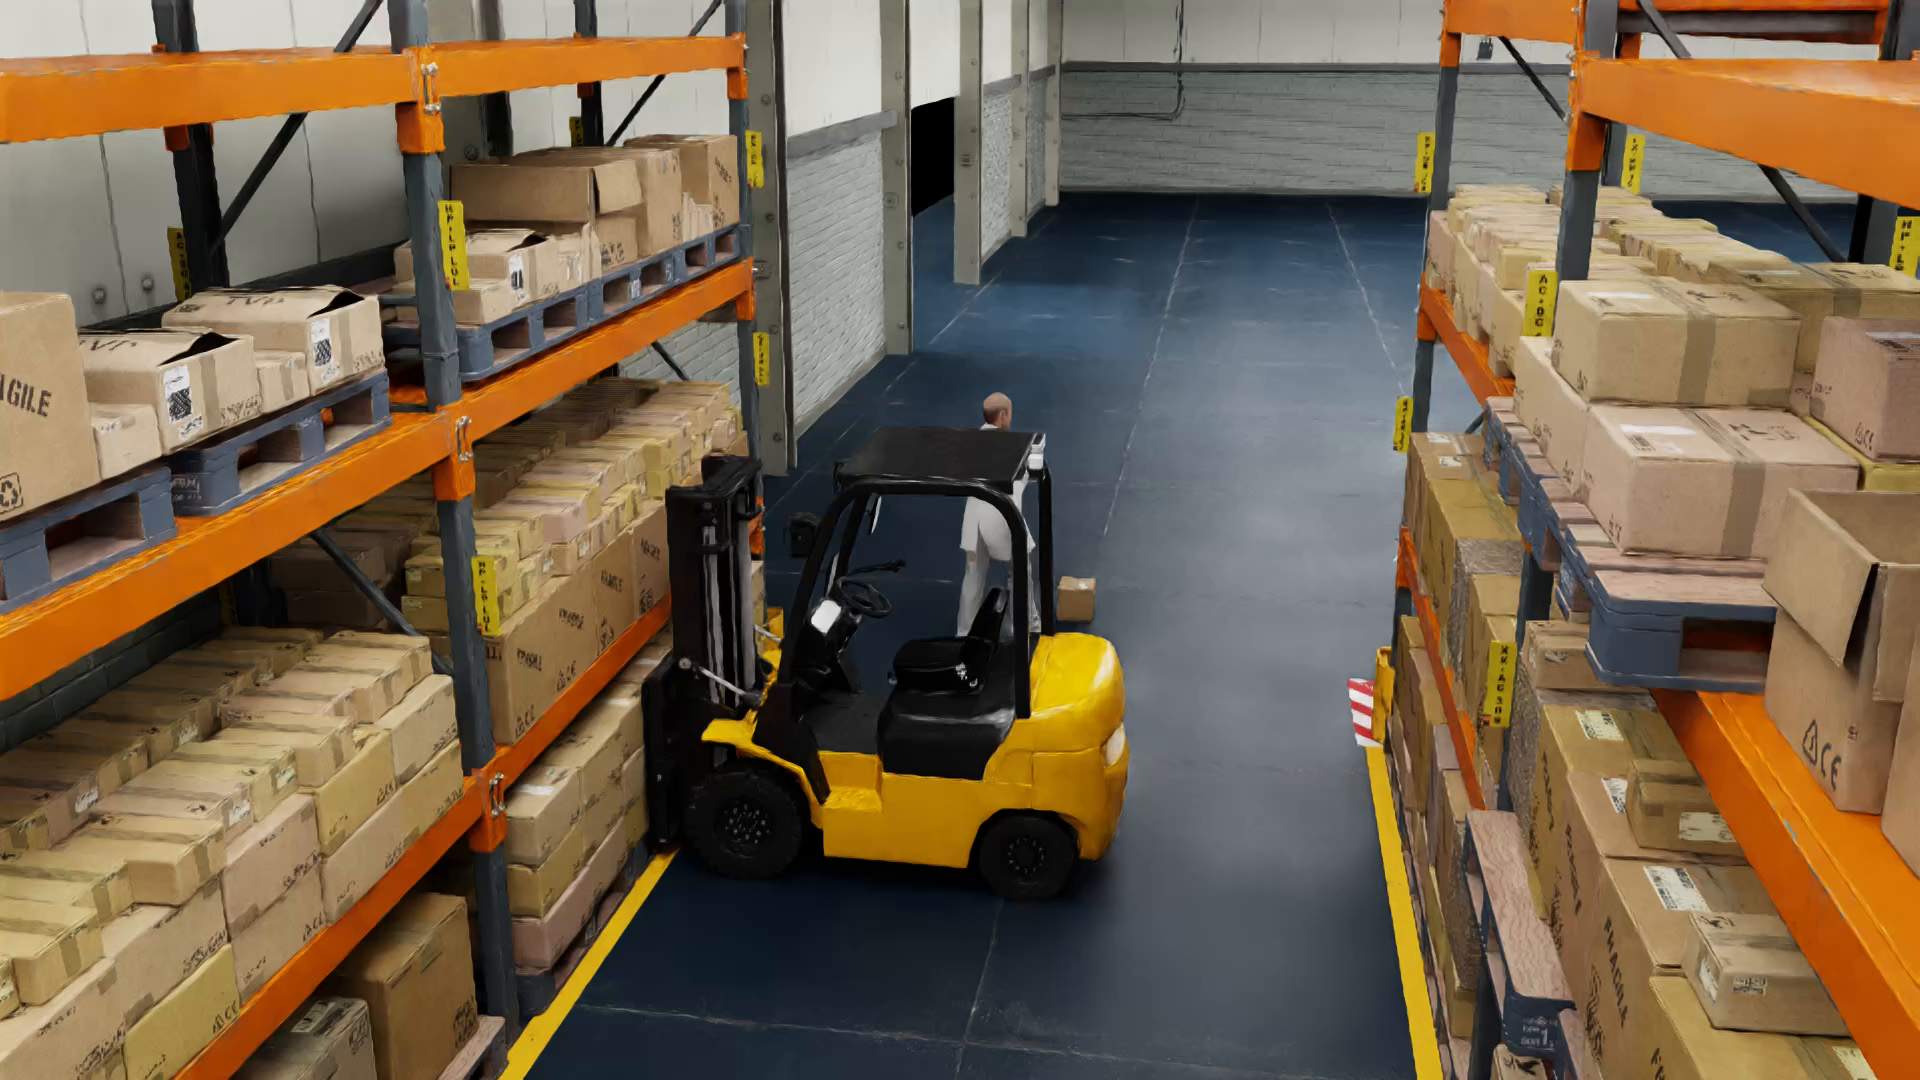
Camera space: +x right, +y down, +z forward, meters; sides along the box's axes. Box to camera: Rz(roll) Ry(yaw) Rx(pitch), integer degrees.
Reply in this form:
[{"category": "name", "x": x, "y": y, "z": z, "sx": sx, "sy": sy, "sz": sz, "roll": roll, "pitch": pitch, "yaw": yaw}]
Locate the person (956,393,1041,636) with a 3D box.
[{"category": "person", "x": 0.292, "y": -0.154, "z": 11.508, "sx": 0.636, "sy": 1.774, "sz": 0.809, "roll": 14, "pitch": 22, "yaw": 37}]
